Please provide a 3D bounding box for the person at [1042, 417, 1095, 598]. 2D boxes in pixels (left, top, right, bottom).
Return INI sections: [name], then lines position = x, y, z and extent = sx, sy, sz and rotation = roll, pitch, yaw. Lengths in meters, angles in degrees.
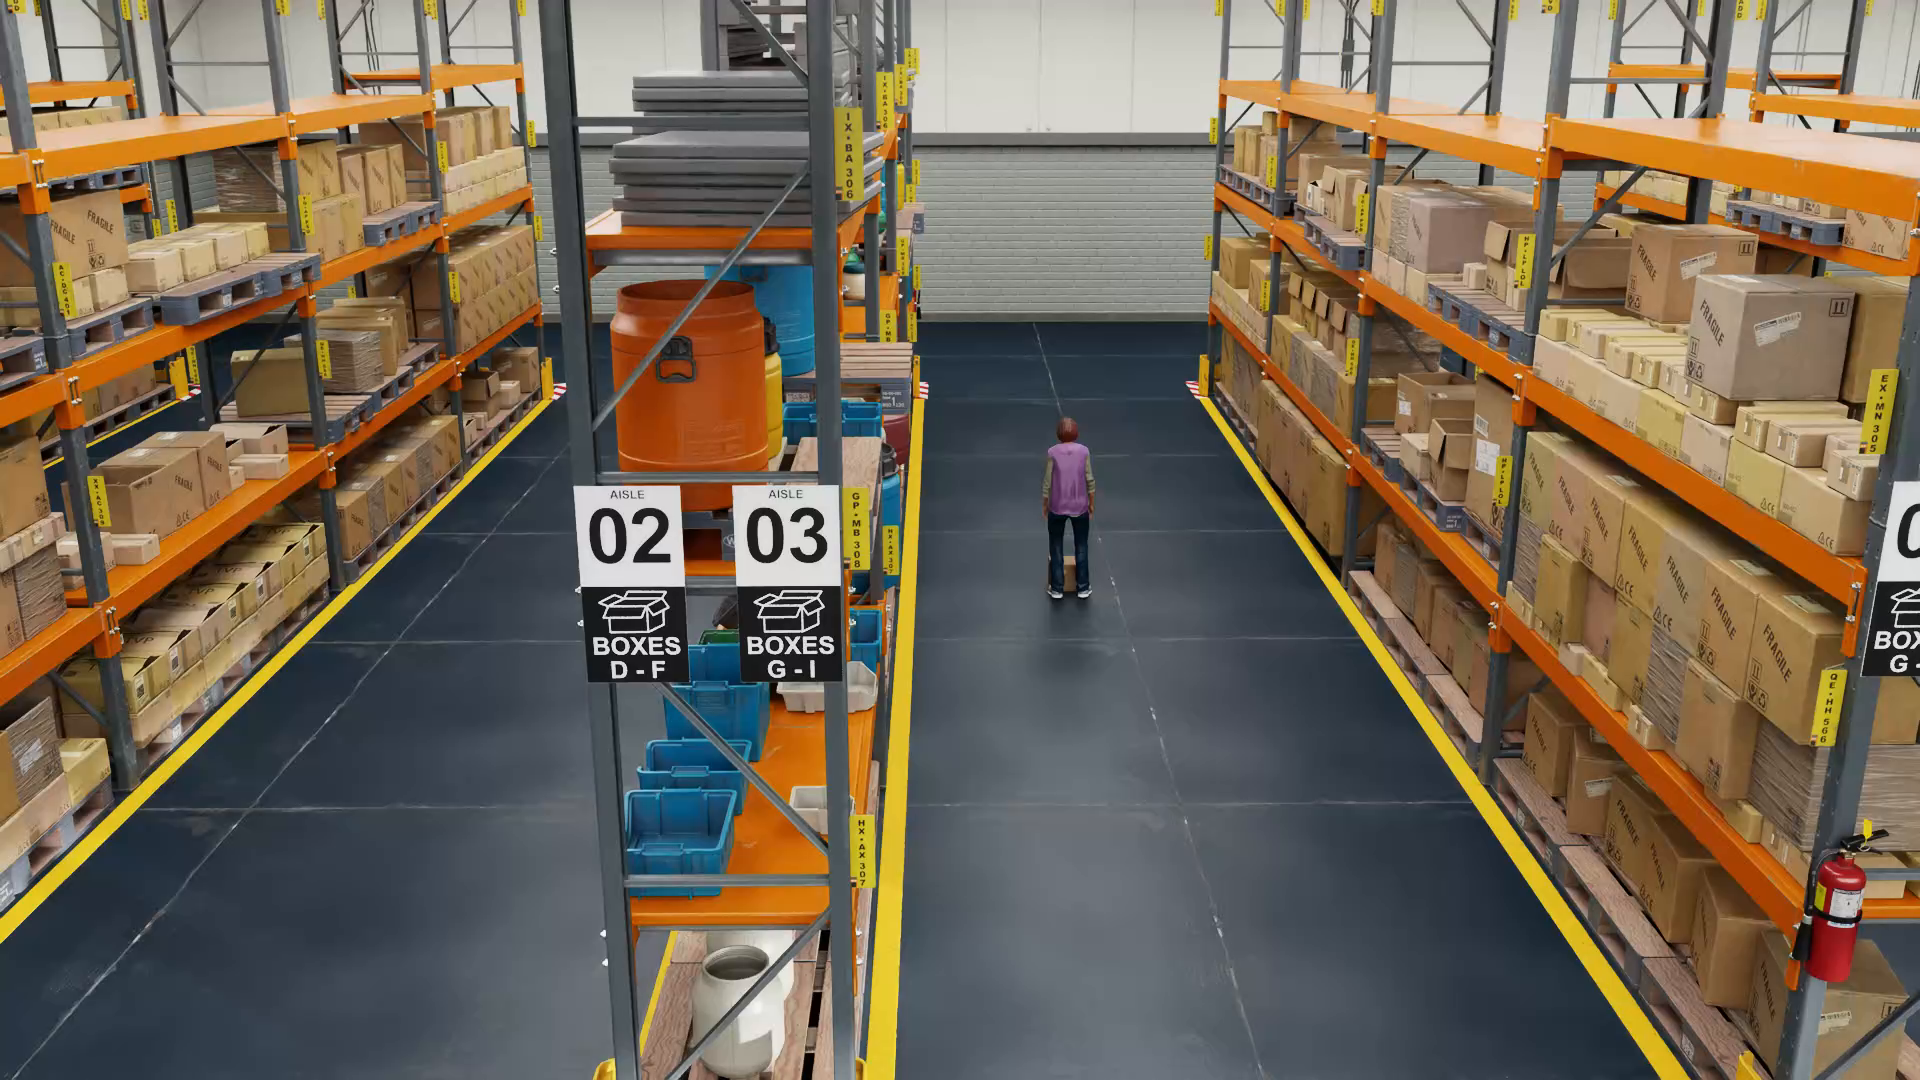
[person]
position = 0.939, -0.270, 14.427
extent = 0.464, 1.593, 0.346
rotation = 0, 17, -1
